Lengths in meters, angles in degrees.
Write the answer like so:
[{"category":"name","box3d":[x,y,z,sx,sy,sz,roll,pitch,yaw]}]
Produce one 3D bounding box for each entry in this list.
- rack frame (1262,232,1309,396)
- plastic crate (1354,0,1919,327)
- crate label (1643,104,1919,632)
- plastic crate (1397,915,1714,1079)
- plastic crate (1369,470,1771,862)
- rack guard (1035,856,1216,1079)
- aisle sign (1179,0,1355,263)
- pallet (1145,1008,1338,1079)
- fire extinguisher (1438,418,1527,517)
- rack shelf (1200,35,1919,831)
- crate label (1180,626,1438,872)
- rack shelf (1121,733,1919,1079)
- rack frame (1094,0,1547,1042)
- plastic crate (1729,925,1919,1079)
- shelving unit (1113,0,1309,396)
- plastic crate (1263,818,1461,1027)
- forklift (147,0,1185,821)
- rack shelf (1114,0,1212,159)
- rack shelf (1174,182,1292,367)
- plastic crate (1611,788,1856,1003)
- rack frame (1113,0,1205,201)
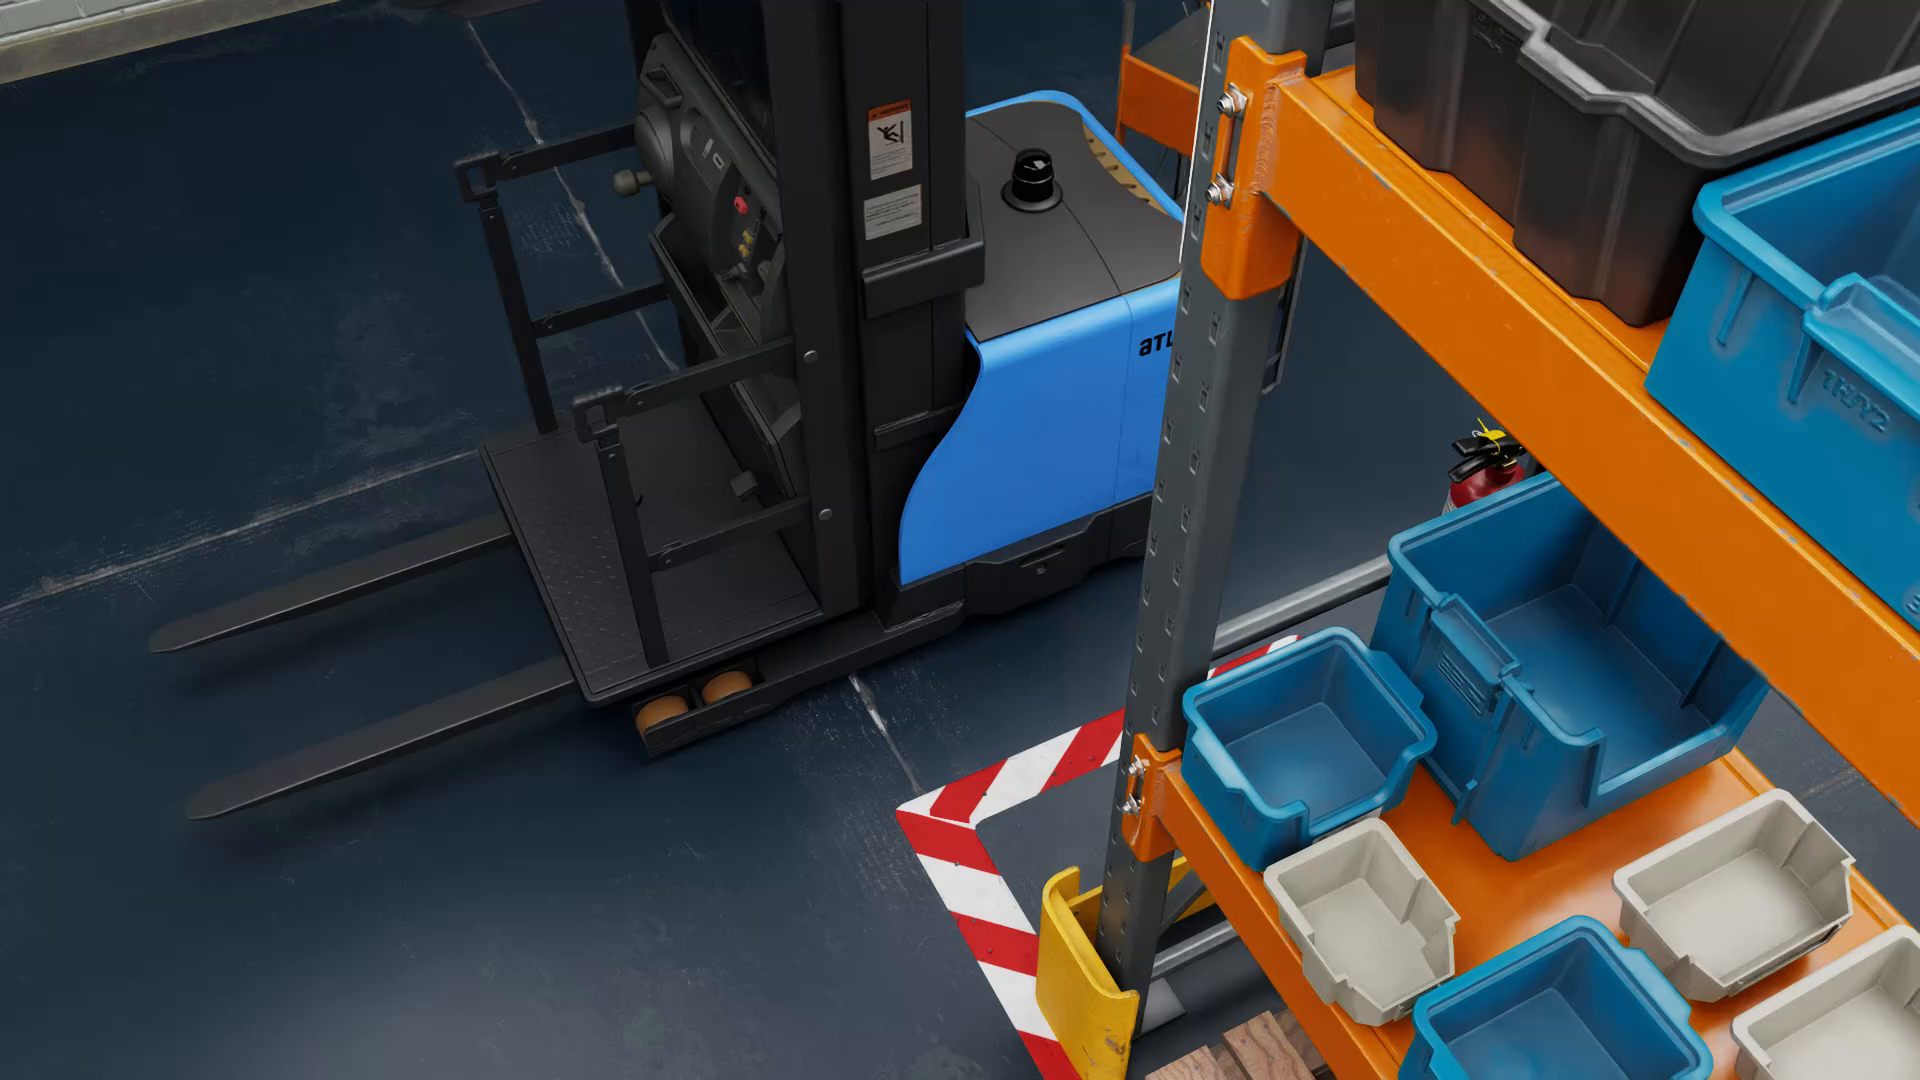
[{"category":"rack frame","box3d":[0.963,-1.125,4.839,0.015,2.100,0.400,34,57,26]},{"category":"plastic crate","box3d":[0.718,-0.518,1.804,0.497,0.269,0.590,-21,52,-18]},{"category":"crate label","box3d":[0.925,-0.137,1.483,0.408,0.251,0.502,-21,52,-18]},{"category":"plastic crate","box3d":[0.911,0.828,2.605,0.416,0.233,0.300,-21,52,-18]},{"category":"plastic crate","box3d":[1.109,0.202,3.018,0.616,0.435,0.499,-21,52,-18]},{"category":"rack guard","box3d":[0.767,0.885,4.144,1.175,0.500,0.348,-21,52,-18]},{"category":"aisle sign","box3d":[0.493,-0.729,2.167,0.394,0.787,0.004,-21,52,-18]},{"category":"pallet","box3d":[1.133,1.557,3.748,1.003,0.211,1.213,-21,52,-18]},{"category":"fire extinguisher","box3d":[1.125,-0.036,3.588,0.296,0.674,0.183,-21,52,-18]},{"category":"rack shelf","box3d":[1.705,0.661,1.164,1.077,0.370,4.000,-21,52,-18]},{"category":"crate label","box3d":[0.610,0.387,2.990,0.416,0.233,0.303,-21,52,-18]},{"category":"rack shelf","box3d":[1.705,1.649,2.293,1.077,0.370,4.000,-21,52,-18]},{"category":"rack frame","box3d":[0.790,0.073,3.193,1.000,3.000,0.127,-21,52,-18]},{"category":"plastic crate","box3d":[1.444,0.823,2.673,0.396,0.136,0.243,-21,52,-18]},{"category":"shelving unit","box3d":[0.782,-1.248,4.947,0.503,2.100,0.431,34,57,26]},{"category":"plastic crate","box3d":[0.683,0.662,2.813,0.250,0.136,0.298,-21,52,-18]},{"category":"forklift","box3d":[-0.799,-0.823,4.023,3.031,2.935,1.130,-21,52,-17]},{"category":"rack shelf","box3d":[0.782,-1.239,4.957,0.480,0.518,0.431,34,57,26]},{"category":"rack shelf","box3d":[0.782,-0.778,5.484,0.480,0.518,0.431,34,57,26]},{"category":"plastic crate","box3d":[1.324,0.624,2.847,0.396,0.136,0.243,-21,52,-18]},{"category":"rack frame","box3d":[0.601,-1.372,5.055,0.015,2.100,0.400,34,57,26]}]
